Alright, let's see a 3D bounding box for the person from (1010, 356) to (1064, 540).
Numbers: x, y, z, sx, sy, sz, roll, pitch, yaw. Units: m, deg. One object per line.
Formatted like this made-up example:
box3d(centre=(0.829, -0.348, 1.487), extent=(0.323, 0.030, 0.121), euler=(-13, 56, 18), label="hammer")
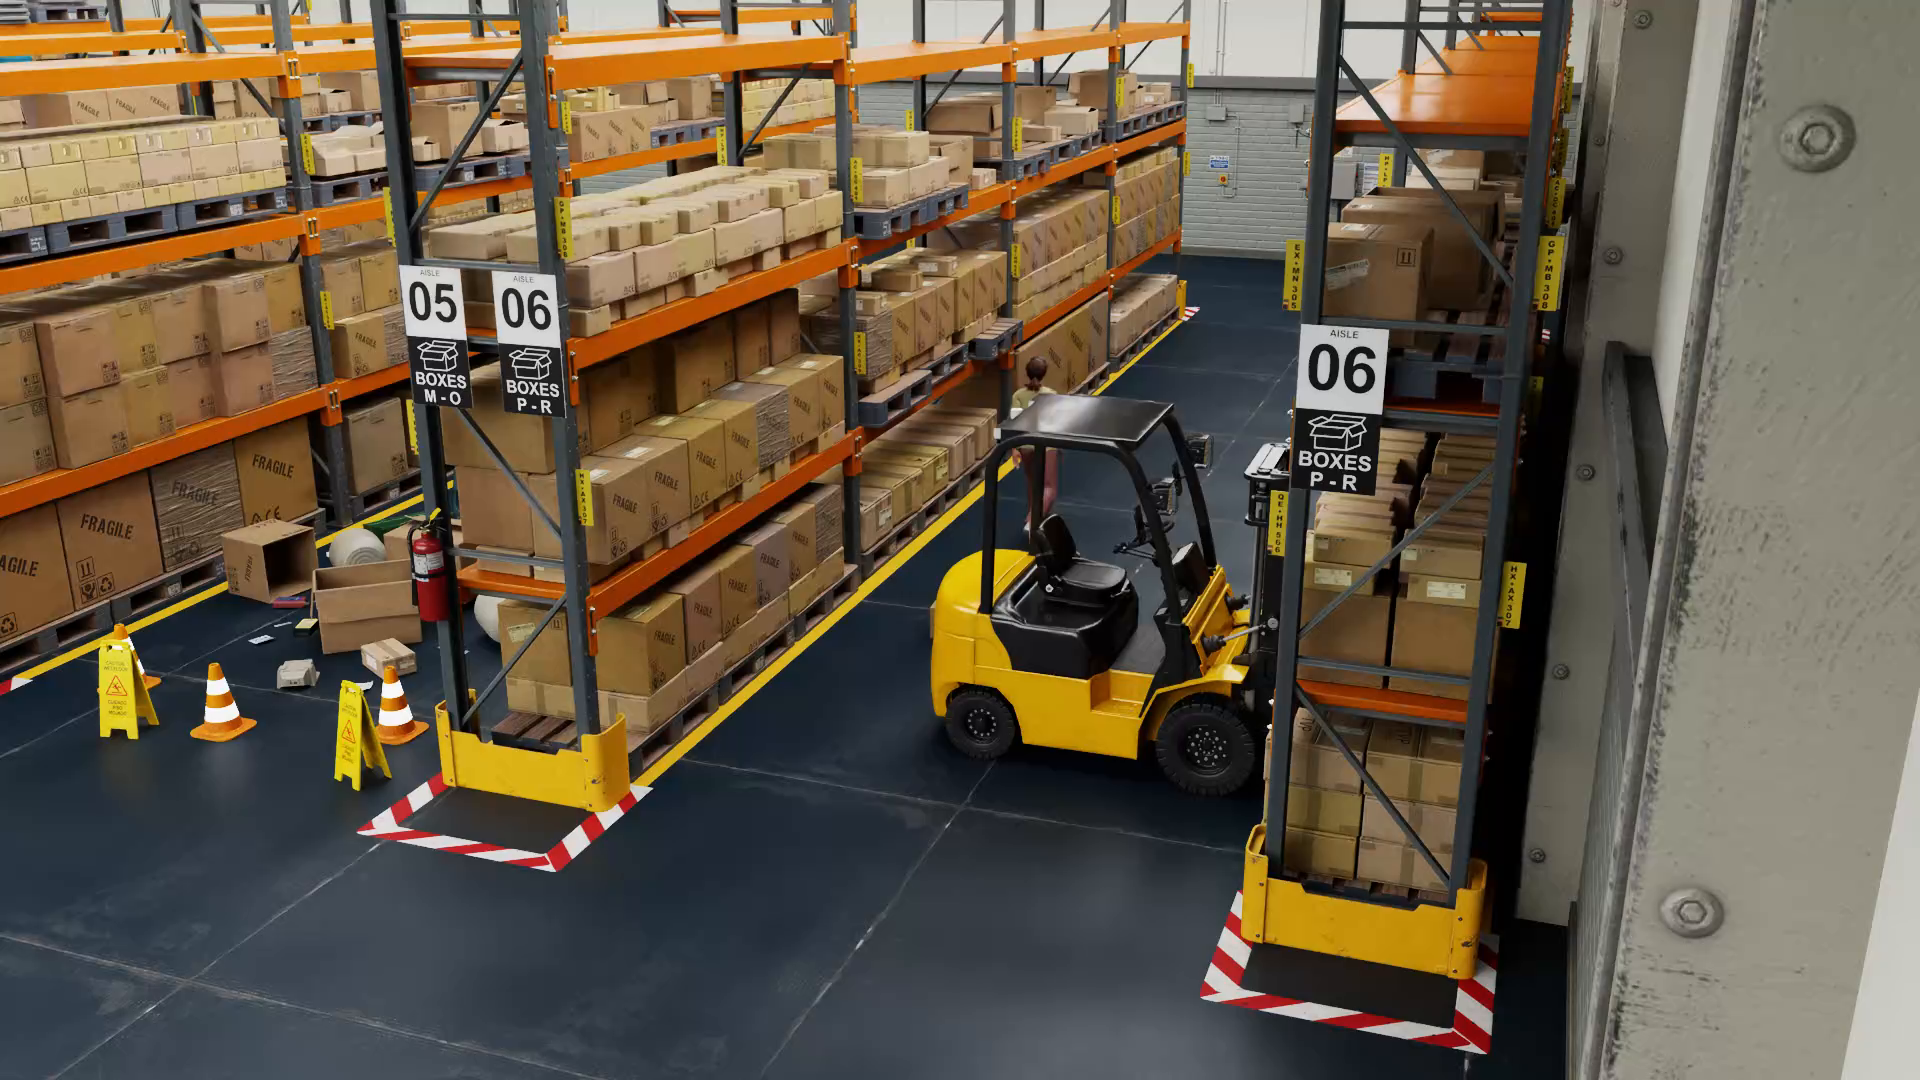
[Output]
box3d(centre=(0.661, -0.781, 14.346), extent=(0.440, 1.630, 0.926), euler=(7, 20, 19), label="person")
